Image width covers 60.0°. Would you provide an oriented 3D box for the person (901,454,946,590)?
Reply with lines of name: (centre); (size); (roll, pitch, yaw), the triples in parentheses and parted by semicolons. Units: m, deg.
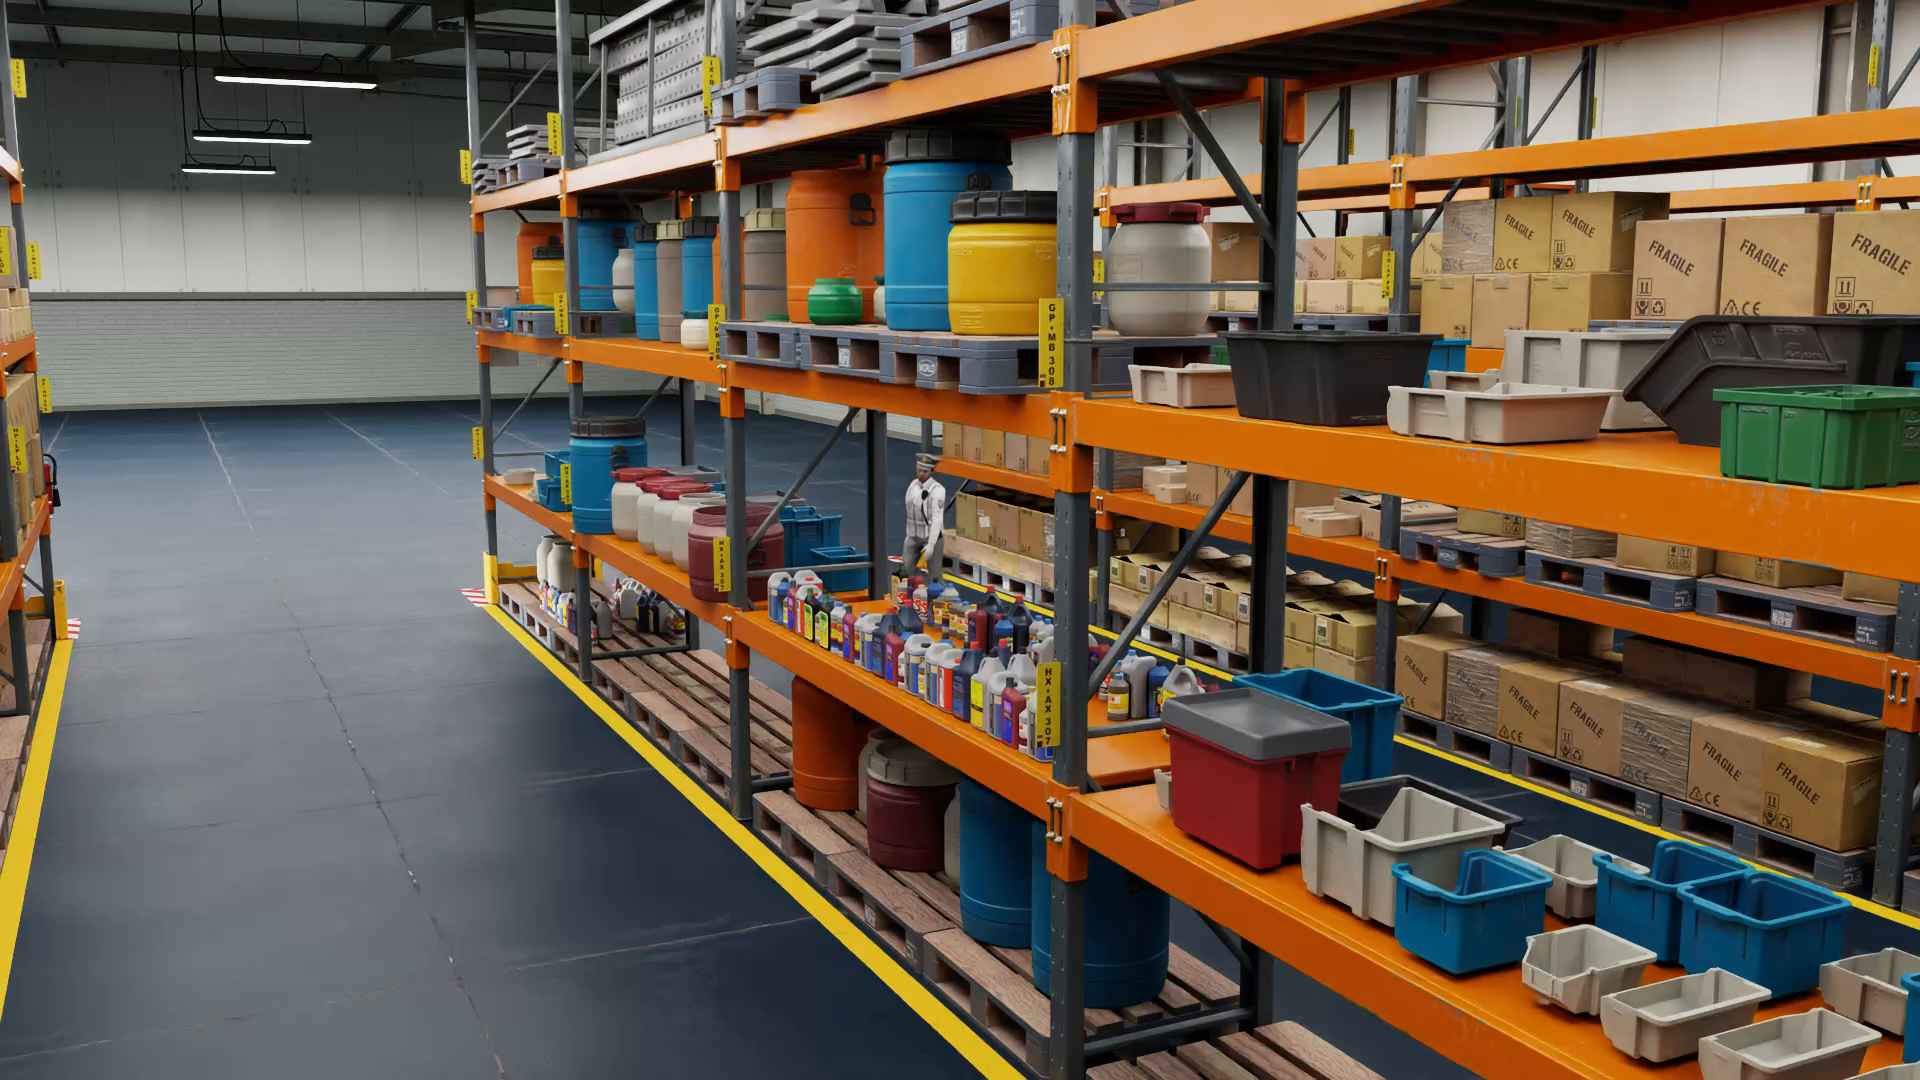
person: (-0.404, 0.007, 15.678); (0.536, 1.647, 0.679); (8, 12, 42)
